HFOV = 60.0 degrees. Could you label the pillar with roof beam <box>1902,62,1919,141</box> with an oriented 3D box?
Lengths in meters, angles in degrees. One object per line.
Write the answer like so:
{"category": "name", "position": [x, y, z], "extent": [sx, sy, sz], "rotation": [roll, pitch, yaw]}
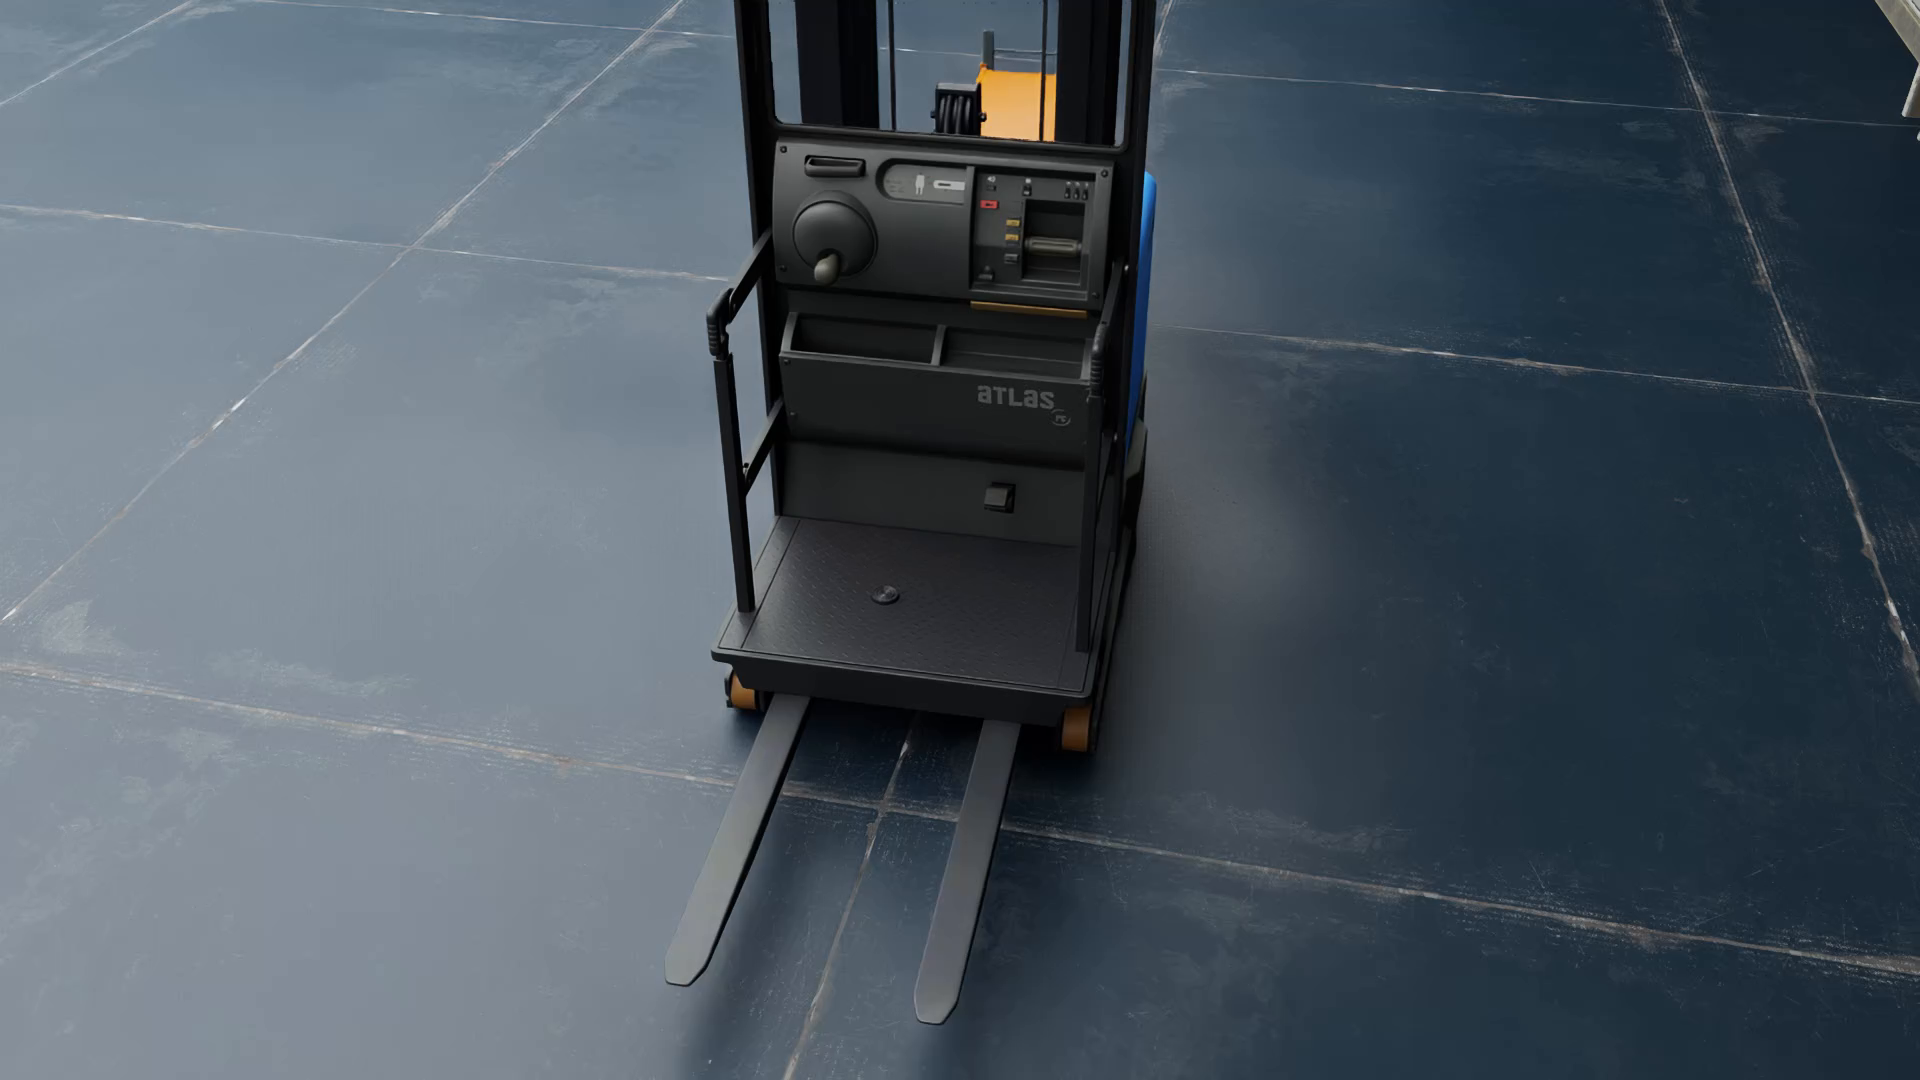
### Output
{"category": "pillar with roof beam", "position": [0.947, -6.339, 6.828], "extent": [9.100, 9.000, 0.400], "rotation": [7, 37, 10]}

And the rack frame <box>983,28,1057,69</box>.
{"category": "rack frame", "position": [0.341, -1.561, 6.946], "extent": [0.500, 1.125, 0.032], "rotation": [6, 36, 9]}

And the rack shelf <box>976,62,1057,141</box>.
{"category": "rack shelf", "position": [0.248, -1.505, 6.369], "extent": [0.538, 0.278, 1.000], "rotation": [6, 36, 9]}

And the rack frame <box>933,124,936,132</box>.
{"category": "rack frame", "position": [0.155, -0.975, 6.137], "extent": [0.500, 1.125, 0.032], "rotation": [6, 36, 9]}

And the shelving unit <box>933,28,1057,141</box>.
{"category": "shelving unit", "position": [0.248, -1.268, 6.541], "extent": [0.538, 1.125, 1.048], "rotation": [6, 36, 9]}

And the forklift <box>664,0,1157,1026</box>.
{"category": "forklift", "position": [-0.091, -0.799, 4.354], "extent": [1.130, 2.935, 3.031], "rotation": [6, 36, 9]}
